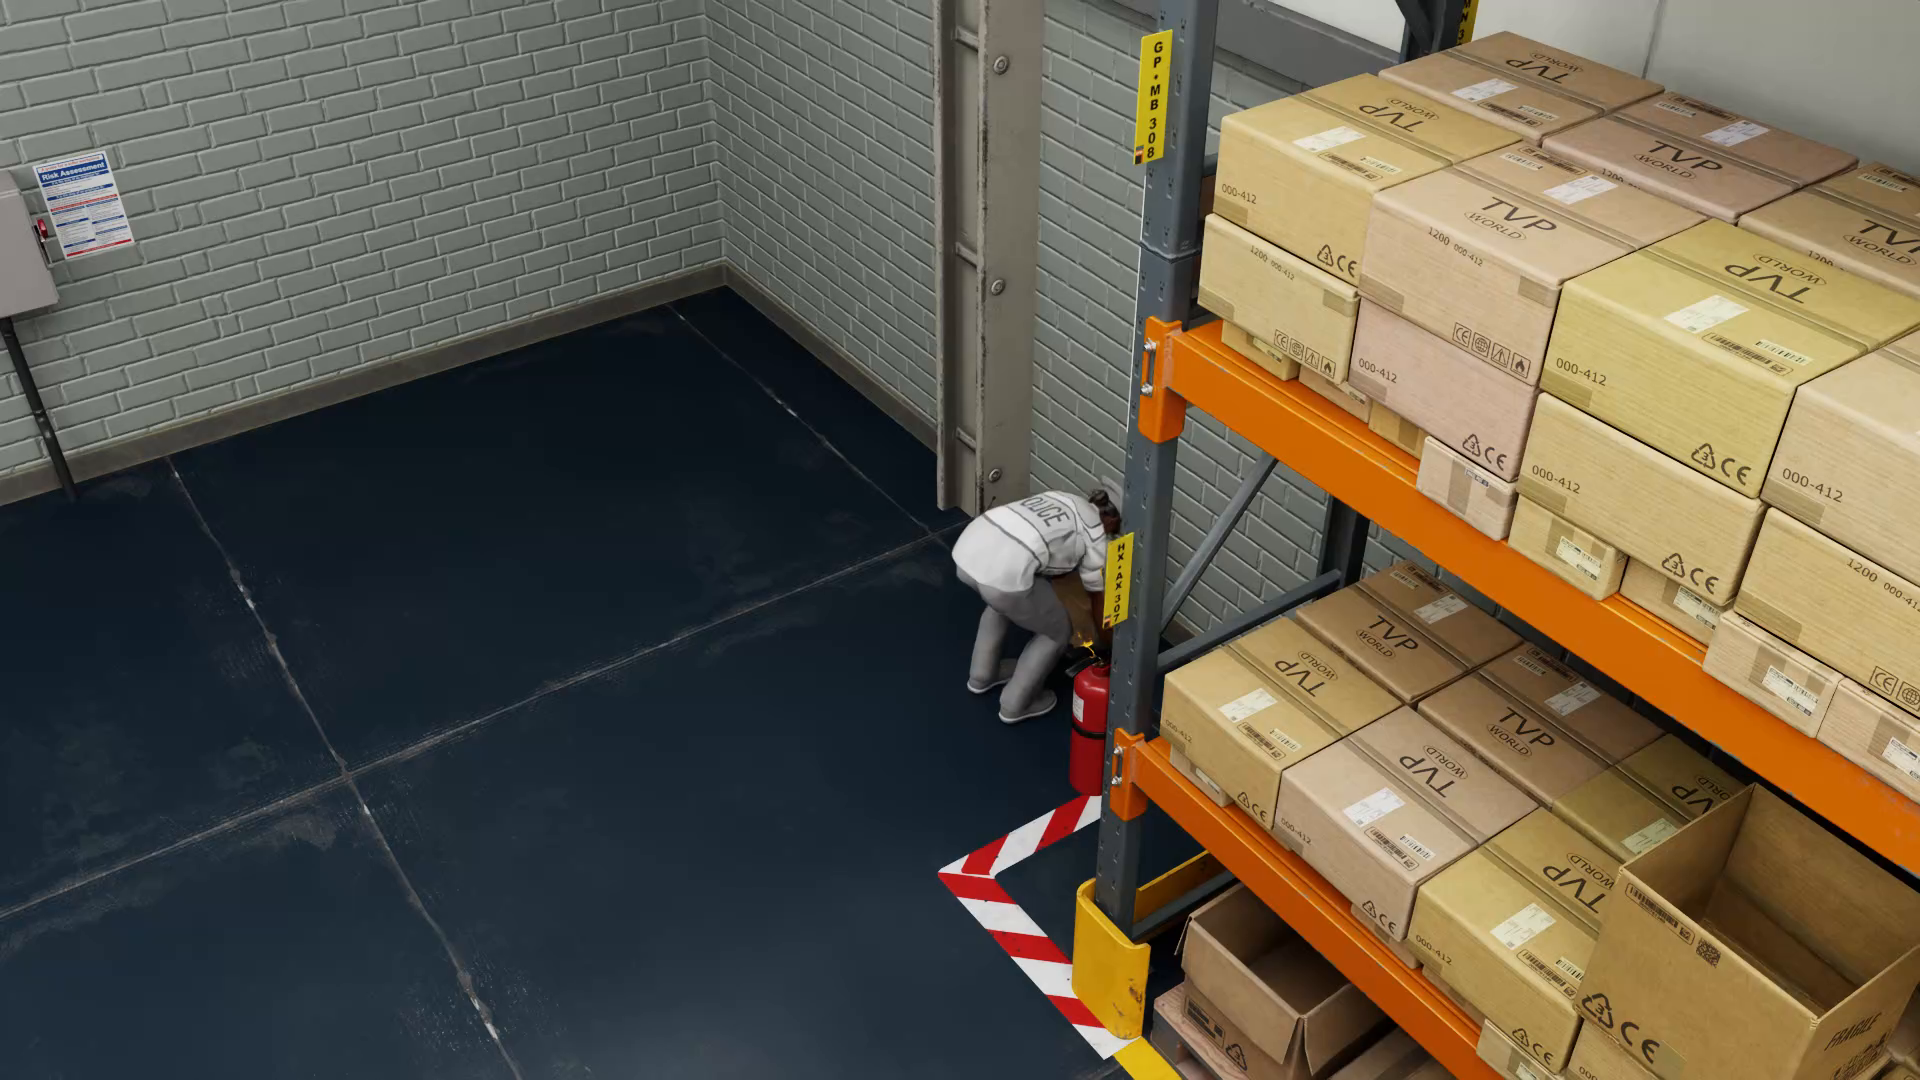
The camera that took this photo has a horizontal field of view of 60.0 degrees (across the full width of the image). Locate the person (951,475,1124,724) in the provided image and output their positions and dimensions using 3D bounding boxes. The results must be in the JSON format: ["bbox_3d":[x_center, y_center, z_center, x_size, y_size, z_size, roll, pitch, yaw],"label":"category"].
[{"bbox_3d":[0.393,0.225,7.257,0.932,1.000,0.449,-25,43,-29],"label":"person"}]
